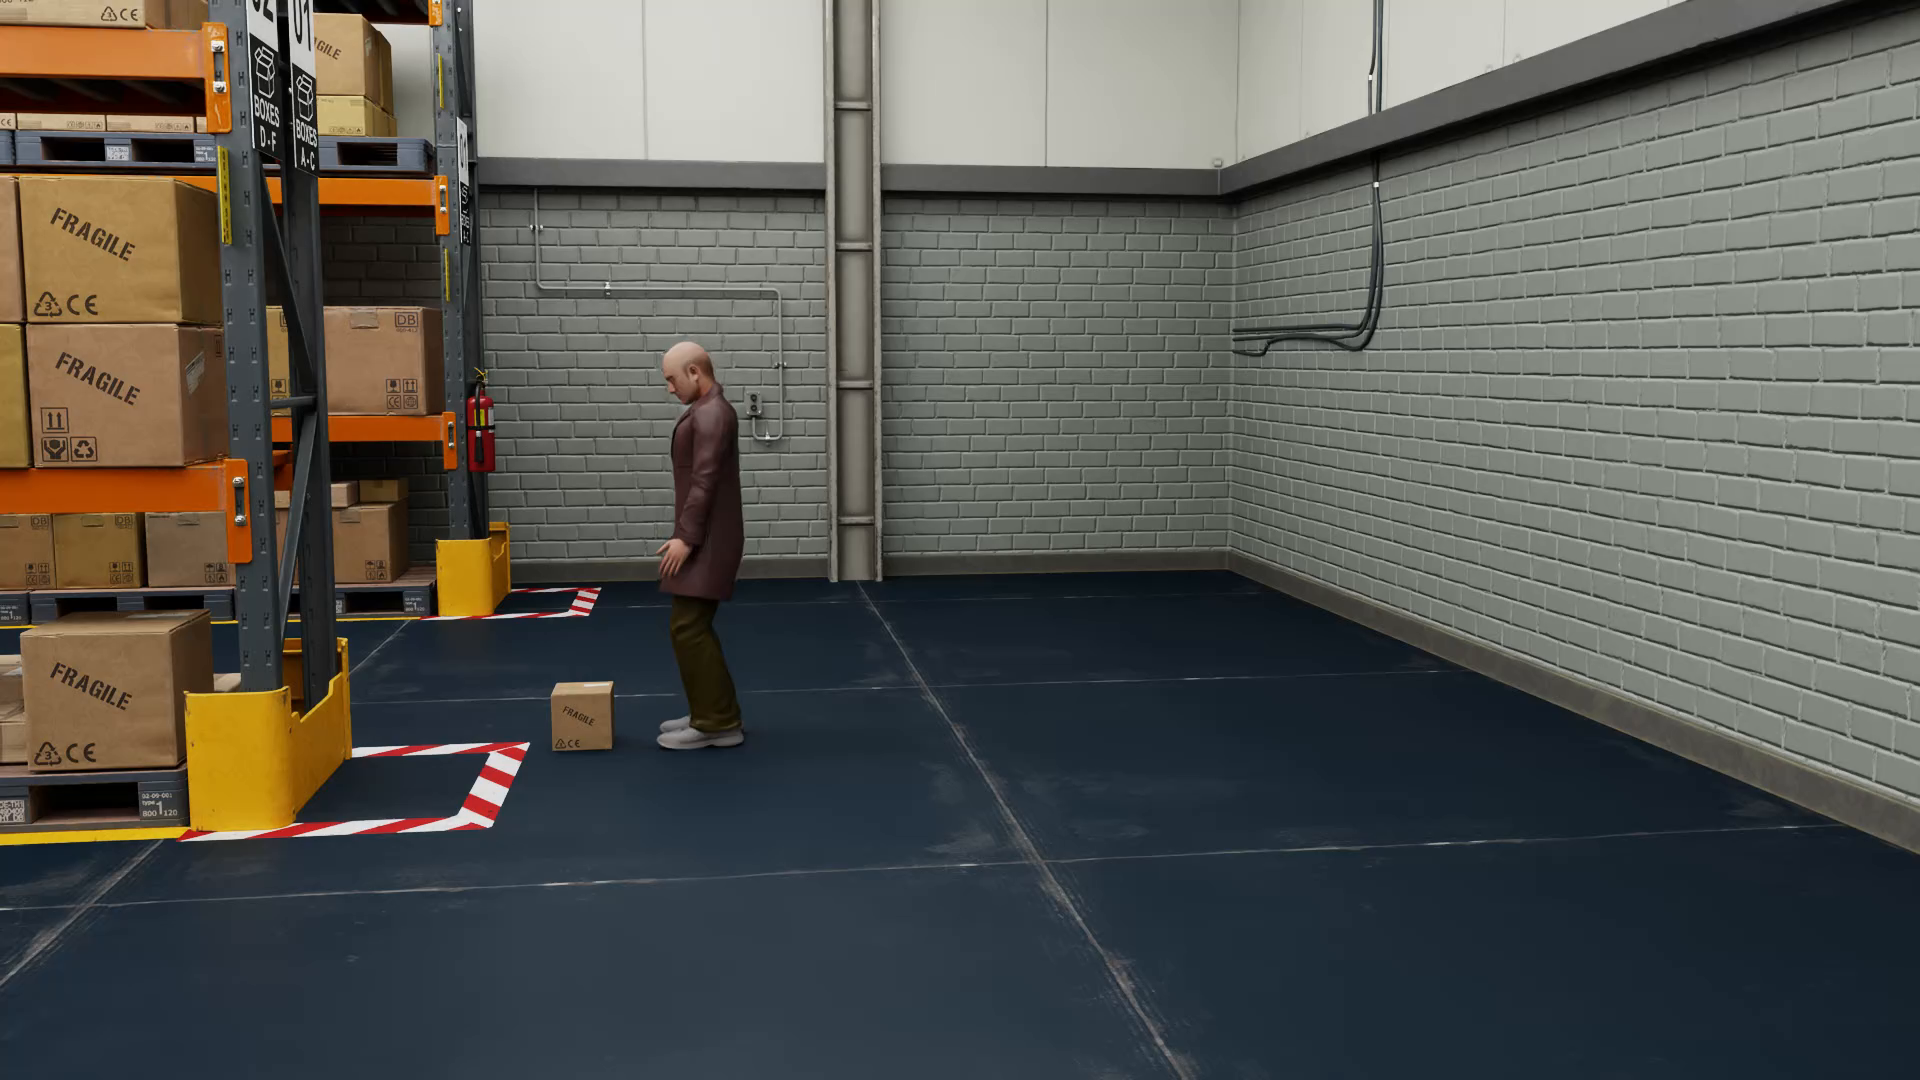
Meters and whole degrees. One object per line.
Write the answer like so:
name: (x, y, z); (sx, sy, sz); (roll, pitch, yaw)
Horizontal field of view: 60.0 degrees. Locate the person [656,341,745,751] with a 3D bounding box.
person: (-1.134, 0.022, 7.233); (0.389, 1.759, 0.575); (-1, 6, -7)
